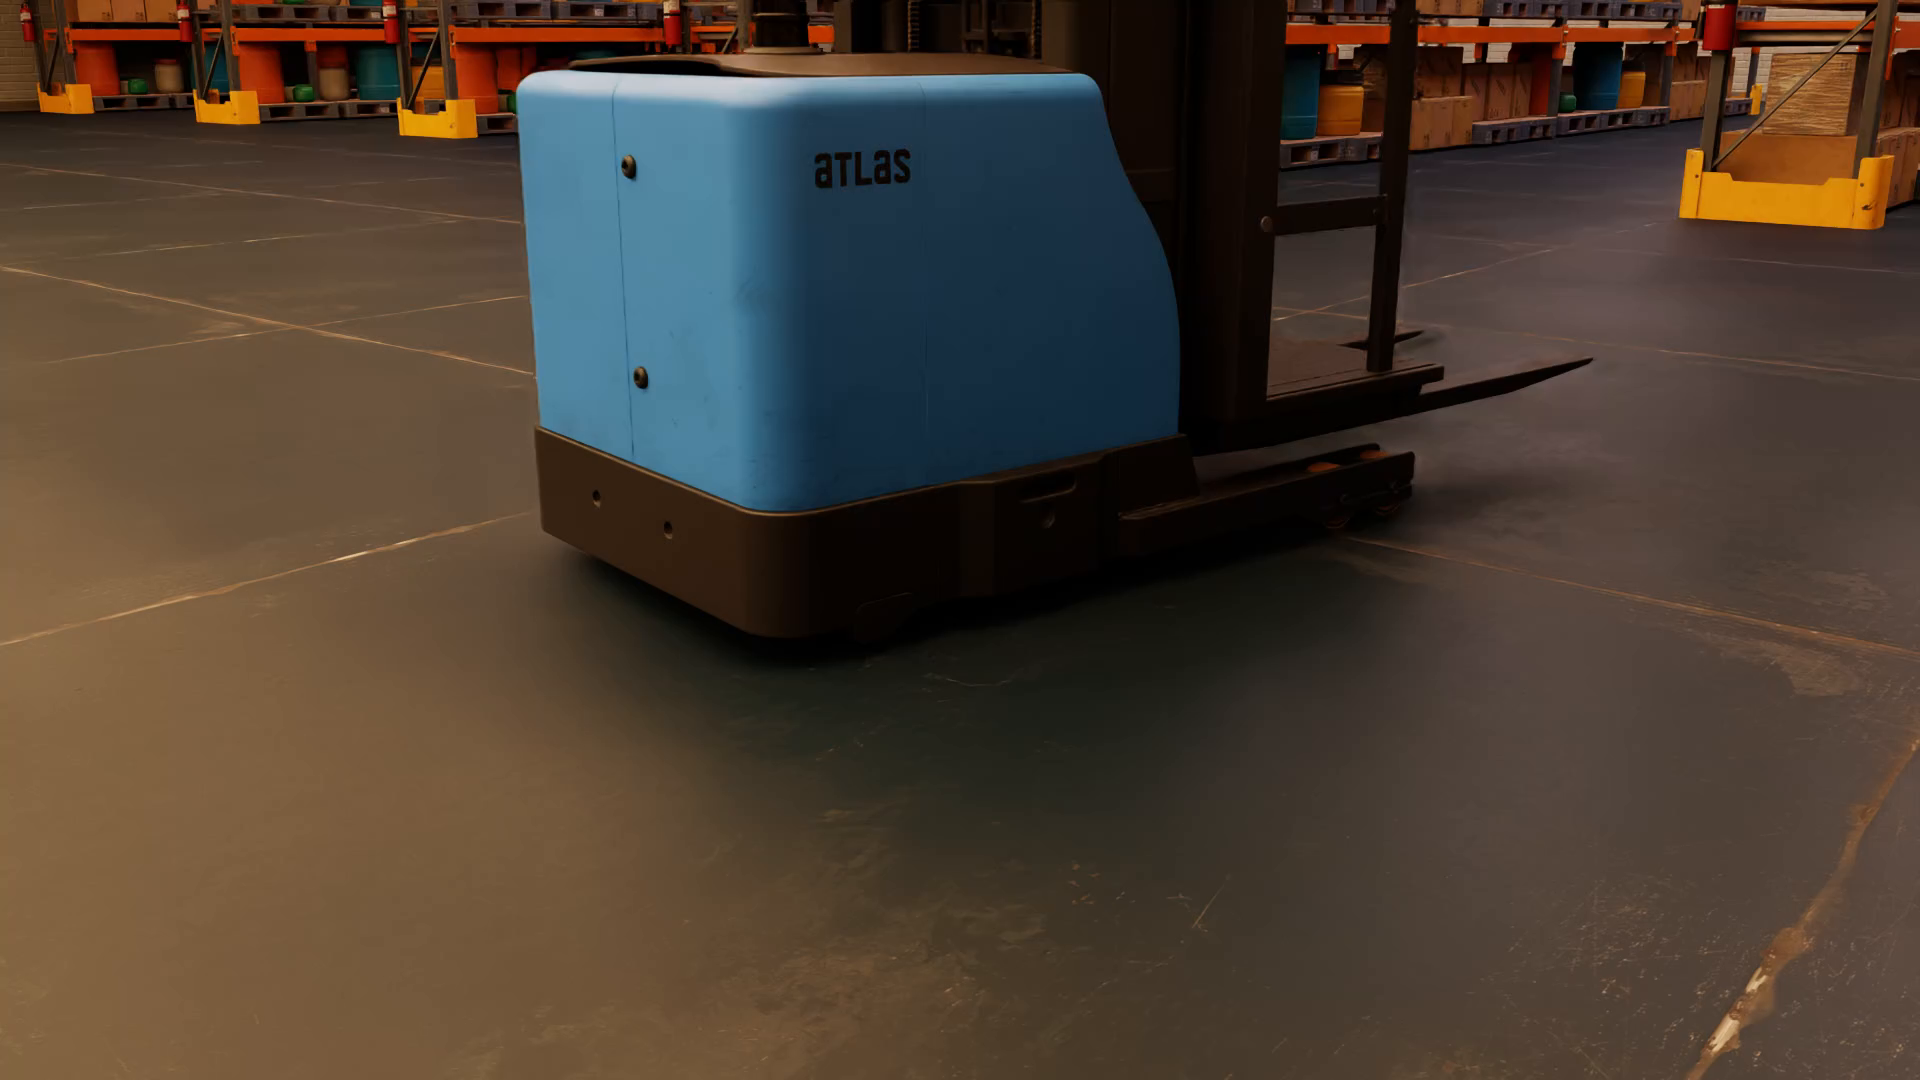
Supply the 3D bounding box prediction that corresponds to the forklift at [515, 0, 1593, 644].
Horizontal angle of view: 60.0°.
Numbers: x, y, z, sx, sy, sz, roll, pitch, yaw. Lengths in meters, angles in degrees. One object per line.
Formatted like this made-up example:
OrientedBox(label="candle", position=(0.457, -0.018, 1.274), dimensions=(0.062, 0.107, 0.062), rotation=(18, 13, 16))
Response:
OrientedBox(label="forklift", position=(0.506, -1.532, 3.944), dimensions=(3.031, 2.935, 1.130), rotation=(-13, 21, -37))
